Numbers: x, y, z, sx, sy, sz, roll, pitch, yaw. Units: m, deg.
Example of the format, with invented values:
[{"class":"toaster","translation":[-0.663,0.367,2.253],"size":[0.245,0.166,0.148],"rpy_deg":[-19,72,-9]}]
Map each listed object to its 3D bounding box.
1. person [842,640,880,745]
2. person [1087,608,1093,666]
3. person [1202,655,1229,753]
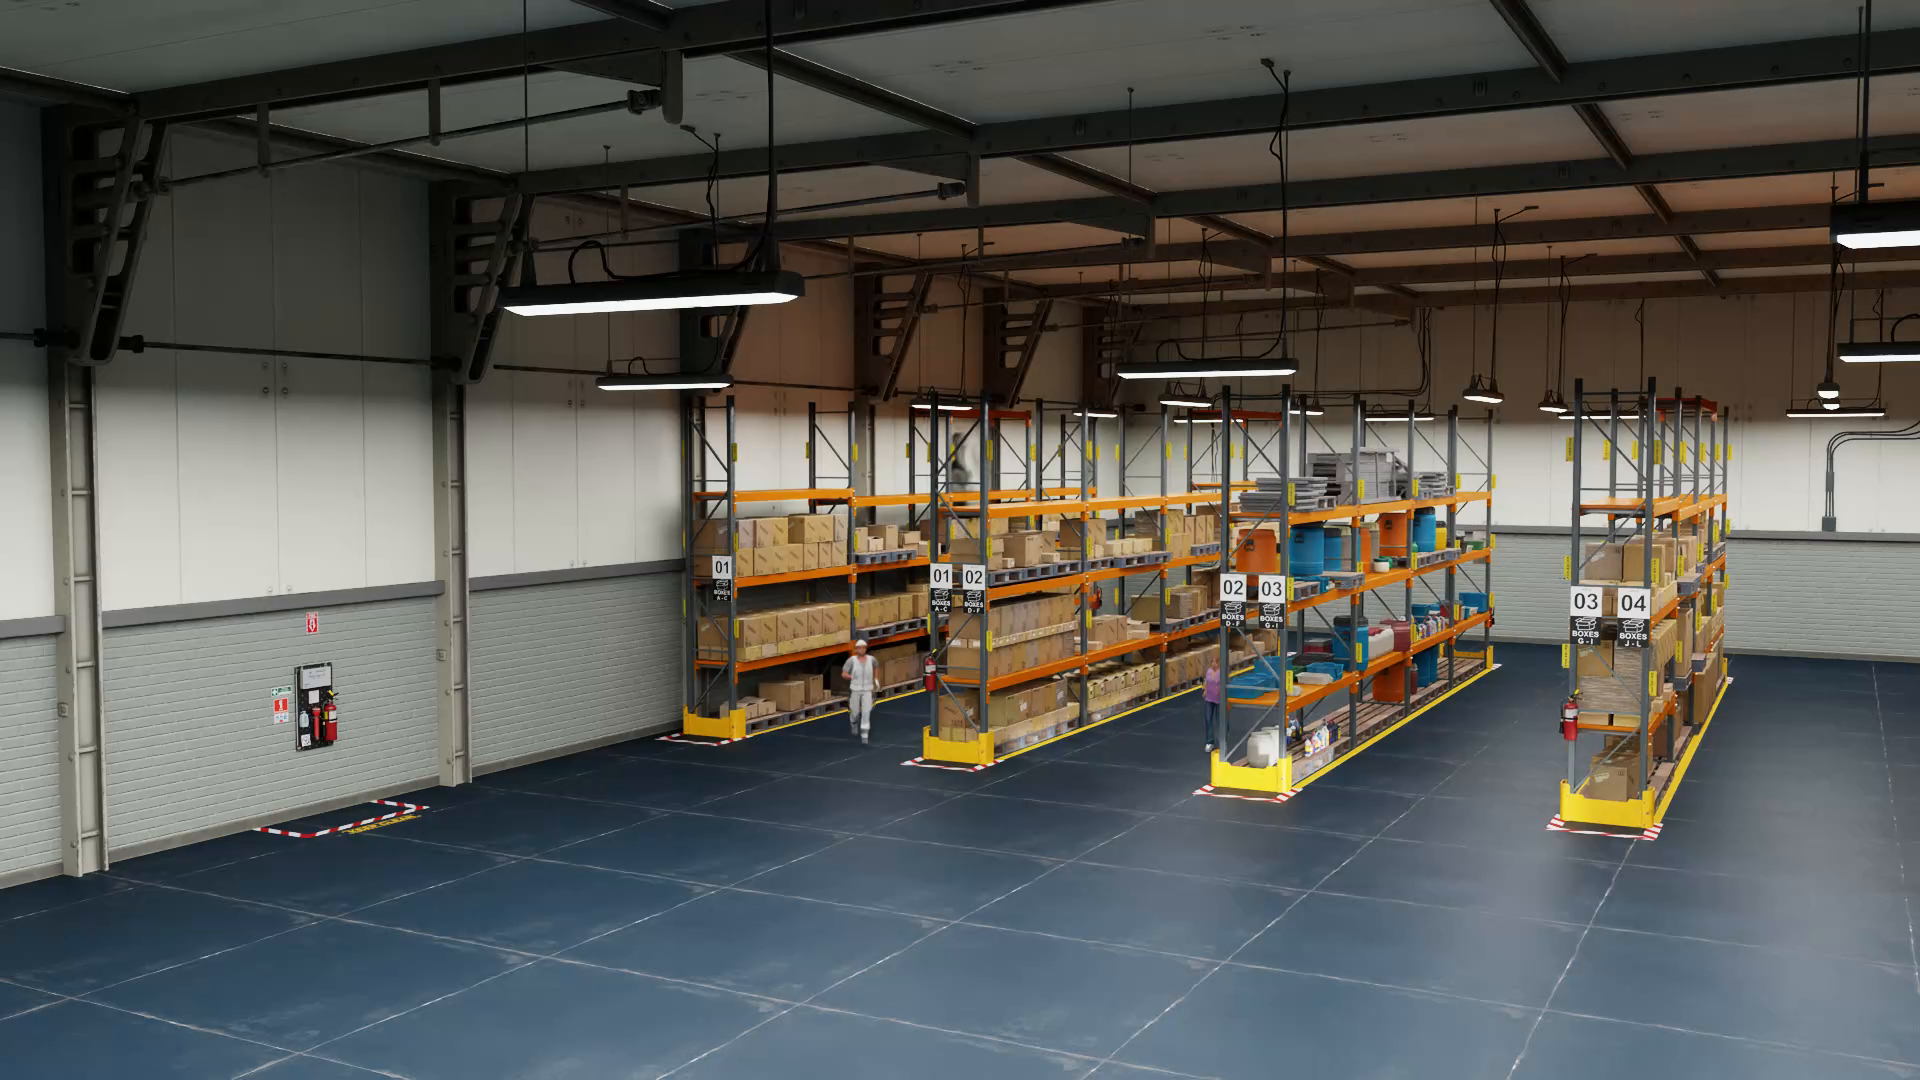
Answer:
[{"class":"person","translation":[-1.701,2.590,28.536],"size":[0.669,1.774,0.951],"rpy_deg":[-1,3,-11]},{"class":"person","translation":[2.797,2.282,36.185],"size":[0.580,1.619,0.717],"rpy_deg":[1,3,26]},{"class":"person","translation":[4.314,2.735,28.029],"size":[0.541,1.597,0.854],"rpy_deg":[2,3,29]}]
